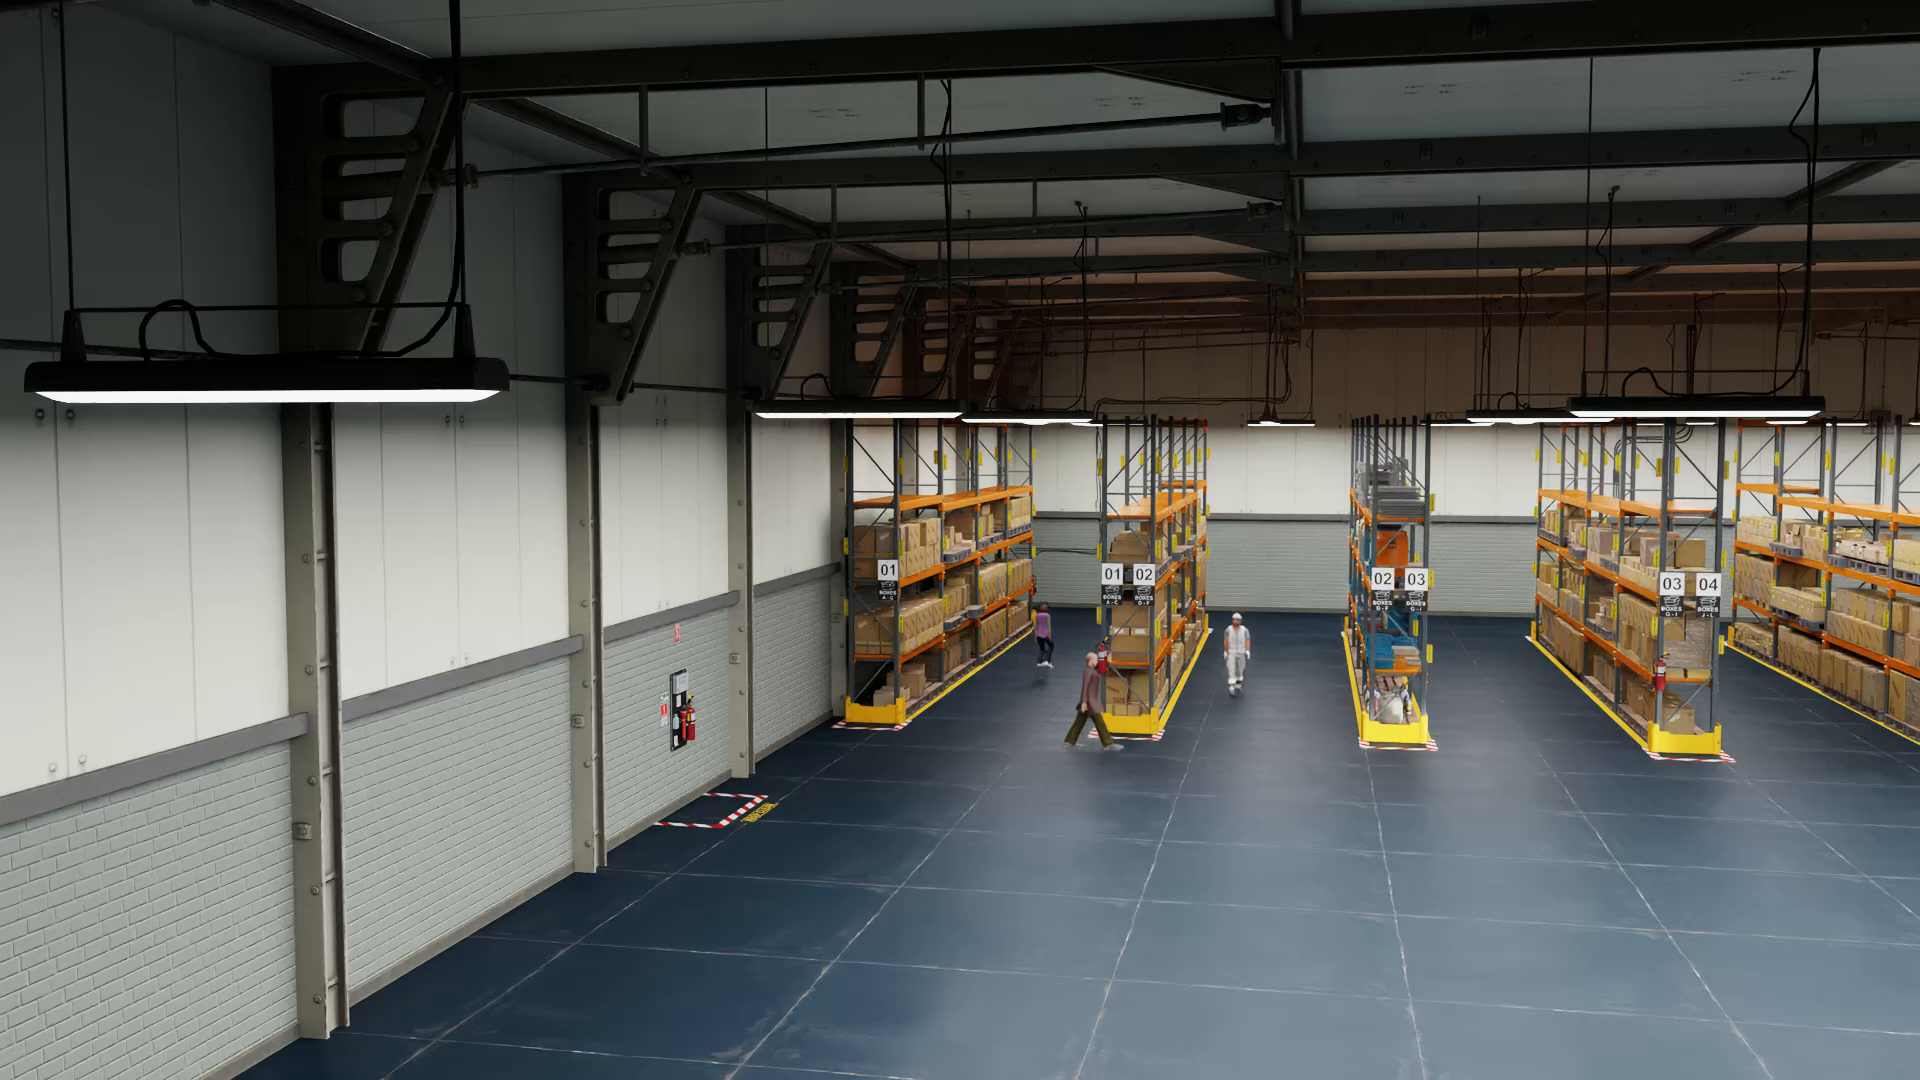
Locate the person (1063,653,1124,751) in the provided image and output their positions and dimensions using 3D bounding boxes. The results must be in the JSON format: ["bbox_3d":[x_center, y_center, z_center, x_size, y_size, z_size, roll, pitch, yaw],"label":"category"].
[{"bbox_3d":[2.364,2.865,29.587,1.042,1.724,0.628,0,4,-1],"label":"person"}]

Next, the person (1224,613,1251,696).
[{"bbox_3d":[5.960,2.448,35.737,0.554,1.735,1.026,0,4,7],"label":"person"}]

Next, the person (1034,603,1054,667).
[{"bbox_3d":[1.910,2.198,38.271,0.454,1.497,0.602,2,4,23],"label":"person"}]
